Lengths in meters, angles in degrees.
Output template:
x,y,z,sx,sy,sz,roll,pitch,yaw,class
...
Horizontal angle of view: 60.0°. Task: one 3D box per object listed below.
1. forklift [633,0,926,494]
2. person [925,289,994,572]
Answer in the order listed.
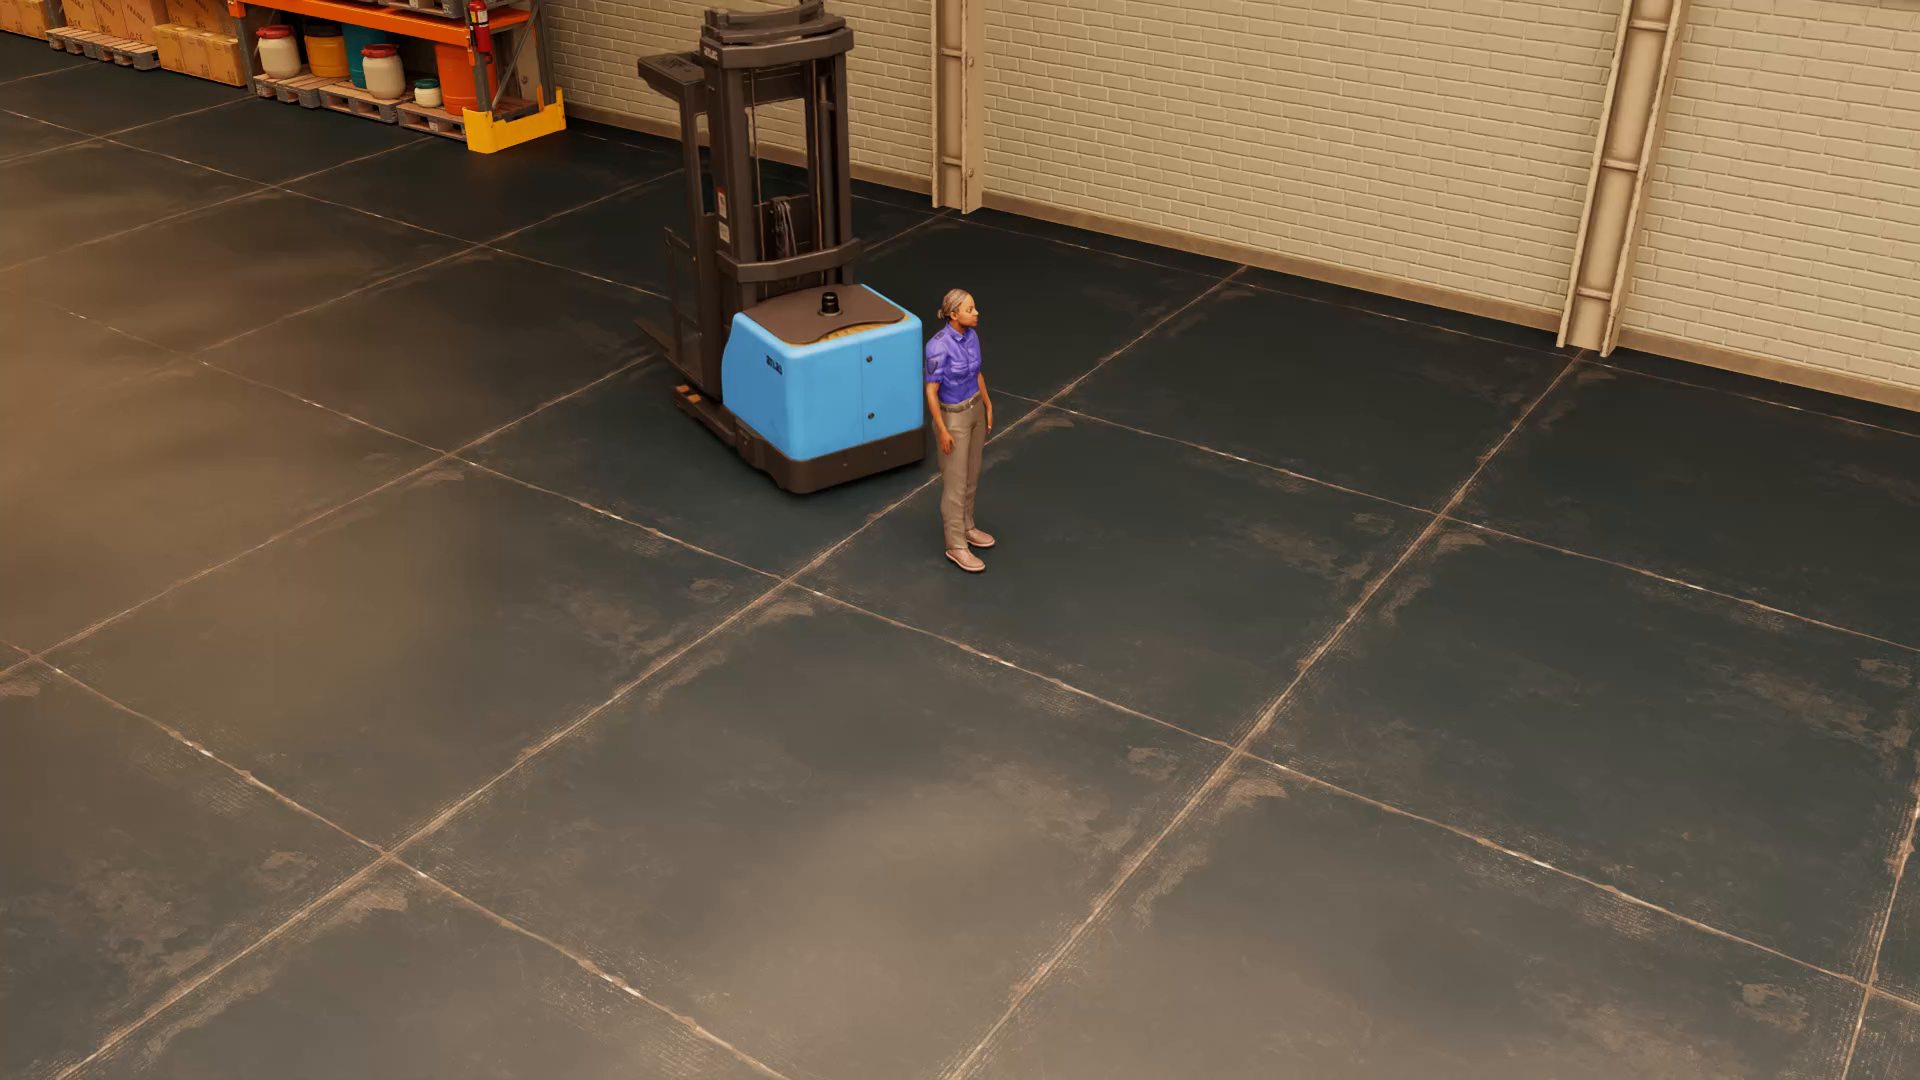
x,y,z,sx,sy,sz,roll,pitch,yaw,class
-1.457,-2.267,11.486,1.130,2.935,3.031,-18,35,-28,forklift
0.062,-0.689,10.025,0.504,1.654,0.570,19,35,29,person
